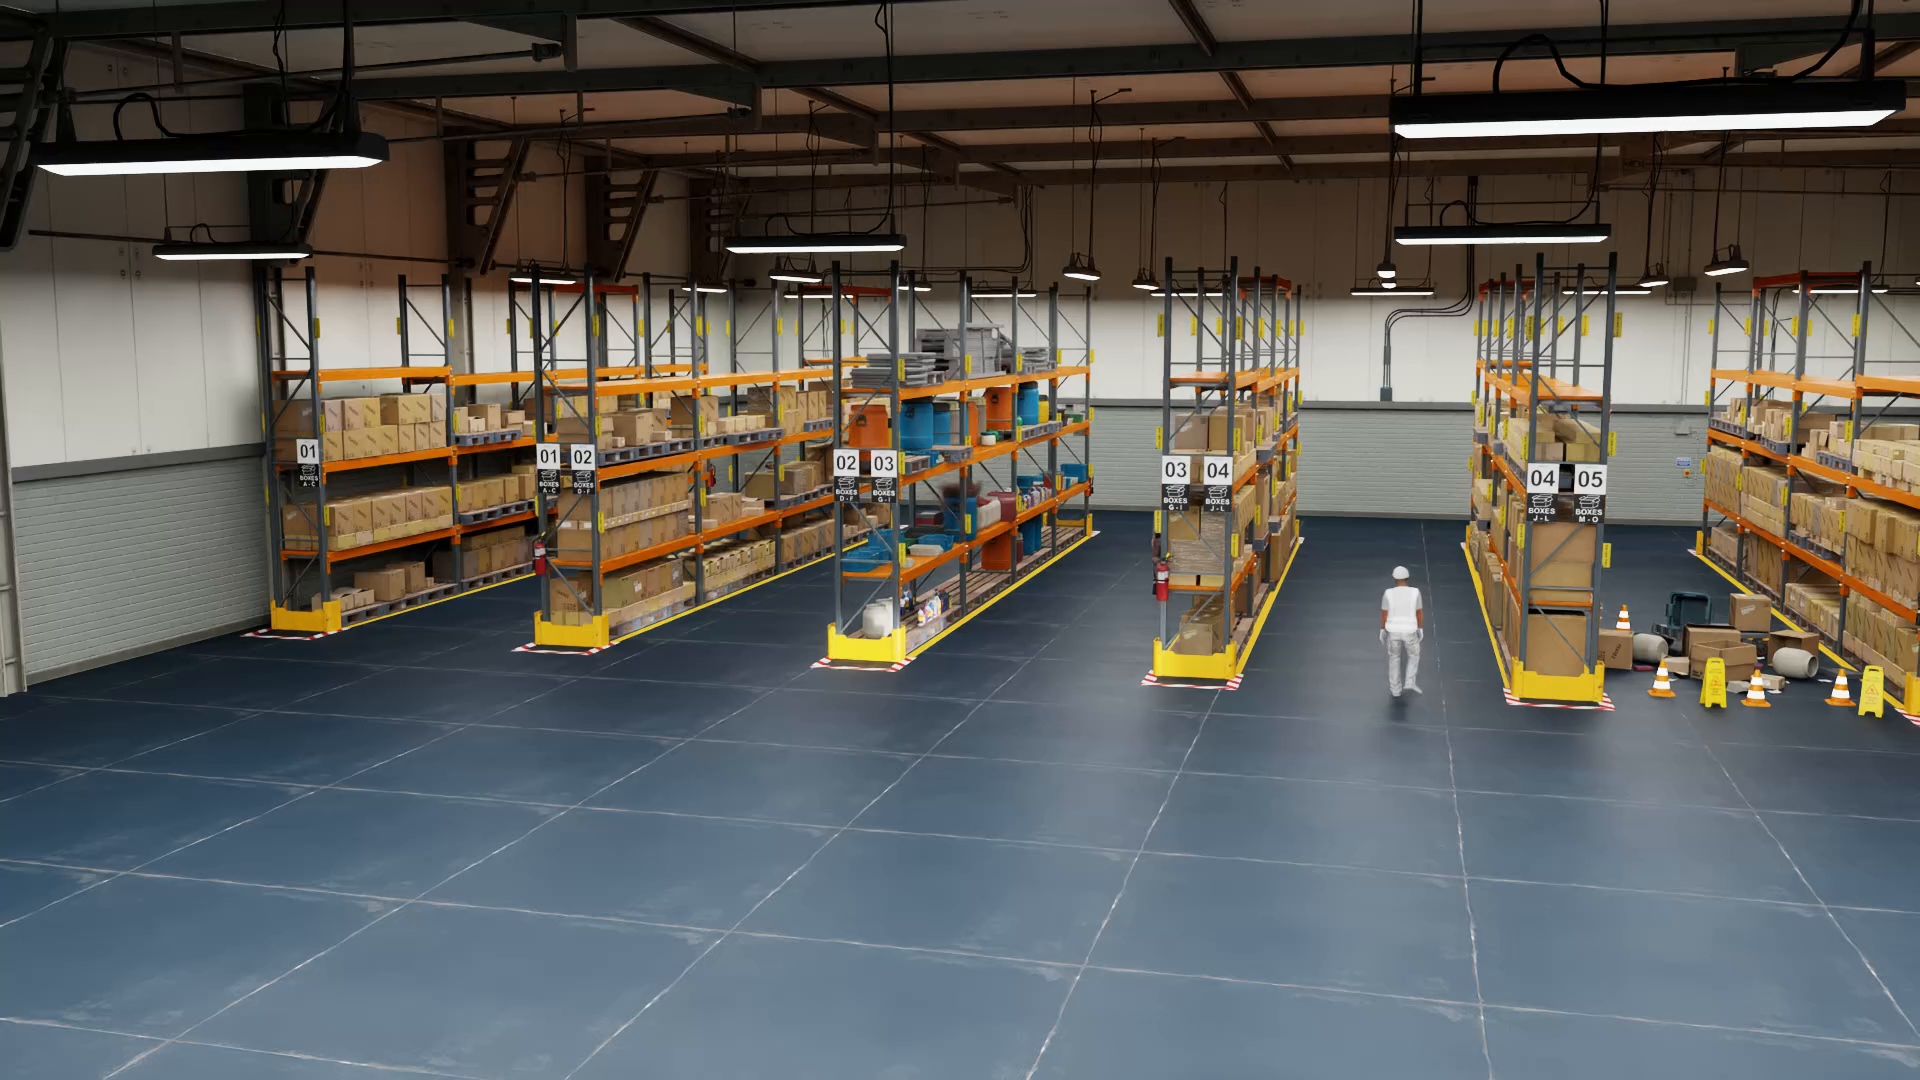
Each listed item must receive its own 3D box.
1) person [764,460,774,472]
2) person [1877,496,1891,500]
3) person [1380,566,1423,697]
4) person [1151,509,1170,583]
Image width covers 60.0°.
[{"bbox_3d":[-4.914,-1.190,42.417,0.502,1.687,0.453,-1,7,-8],"label":"person"},{"bbox_3d":[17.943,0.039,32.378,0.580,1.793,0.410,-2,7,-14],"label":"person"},{"bbox_3d":[6.027,1.255,22.685,0.583,1.787,0.509,2,8,16],"label":"person"},{"bbox_3d":[4.041,-0.016,32.634,0.558,1.666,0.456,-2,7,-12],"label":"person"}]
